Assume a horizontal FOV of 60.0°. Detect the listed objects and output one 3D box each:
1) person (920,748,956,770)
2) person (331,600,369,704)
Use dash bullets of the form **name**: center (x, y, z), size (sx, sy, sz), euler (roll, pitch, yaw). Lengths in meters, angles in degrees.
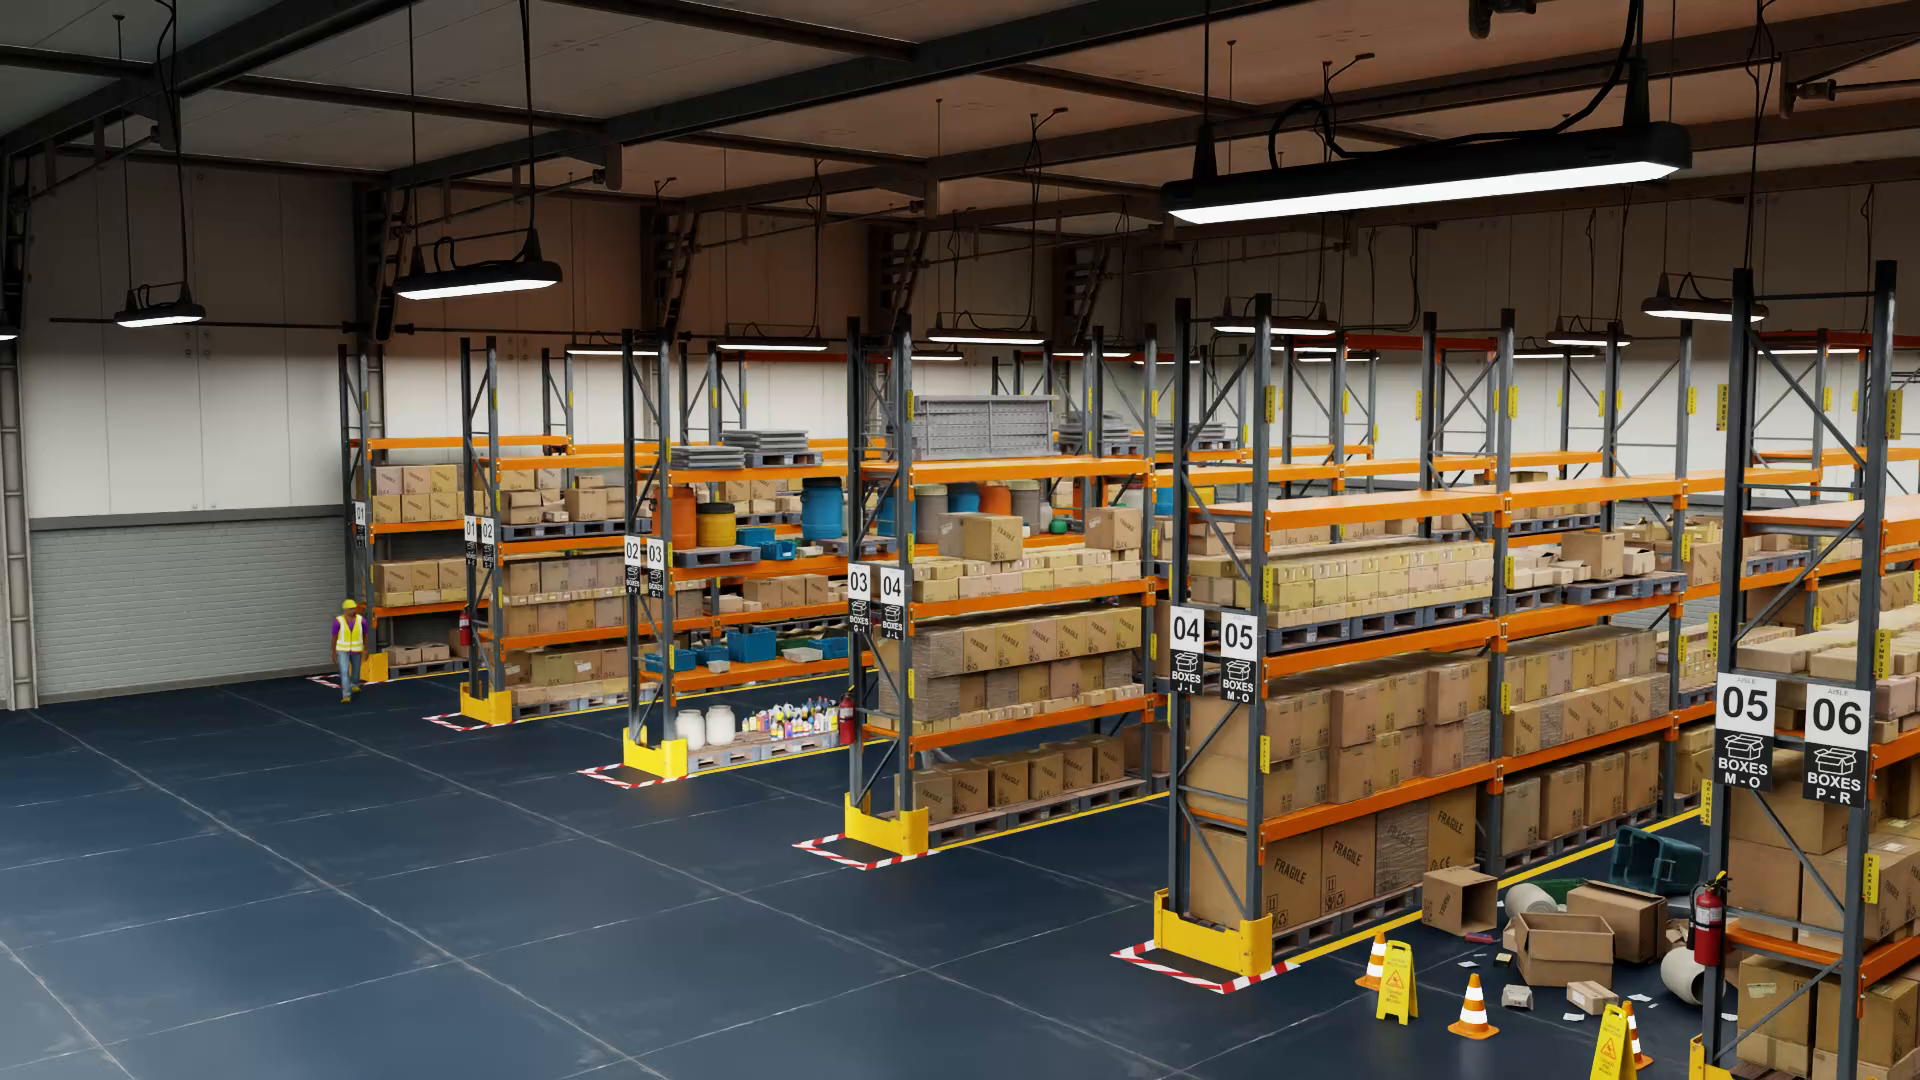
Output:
- **person**: center (-0.322, 2.353, 21.622), size (0.672, 1.767, 0.712), euler (-1, 5, -11)
- **person**: center (-10.185, 1.833, 27.768), size (0.591, 1.709, 1.126), euler (-2, 6, -24)
